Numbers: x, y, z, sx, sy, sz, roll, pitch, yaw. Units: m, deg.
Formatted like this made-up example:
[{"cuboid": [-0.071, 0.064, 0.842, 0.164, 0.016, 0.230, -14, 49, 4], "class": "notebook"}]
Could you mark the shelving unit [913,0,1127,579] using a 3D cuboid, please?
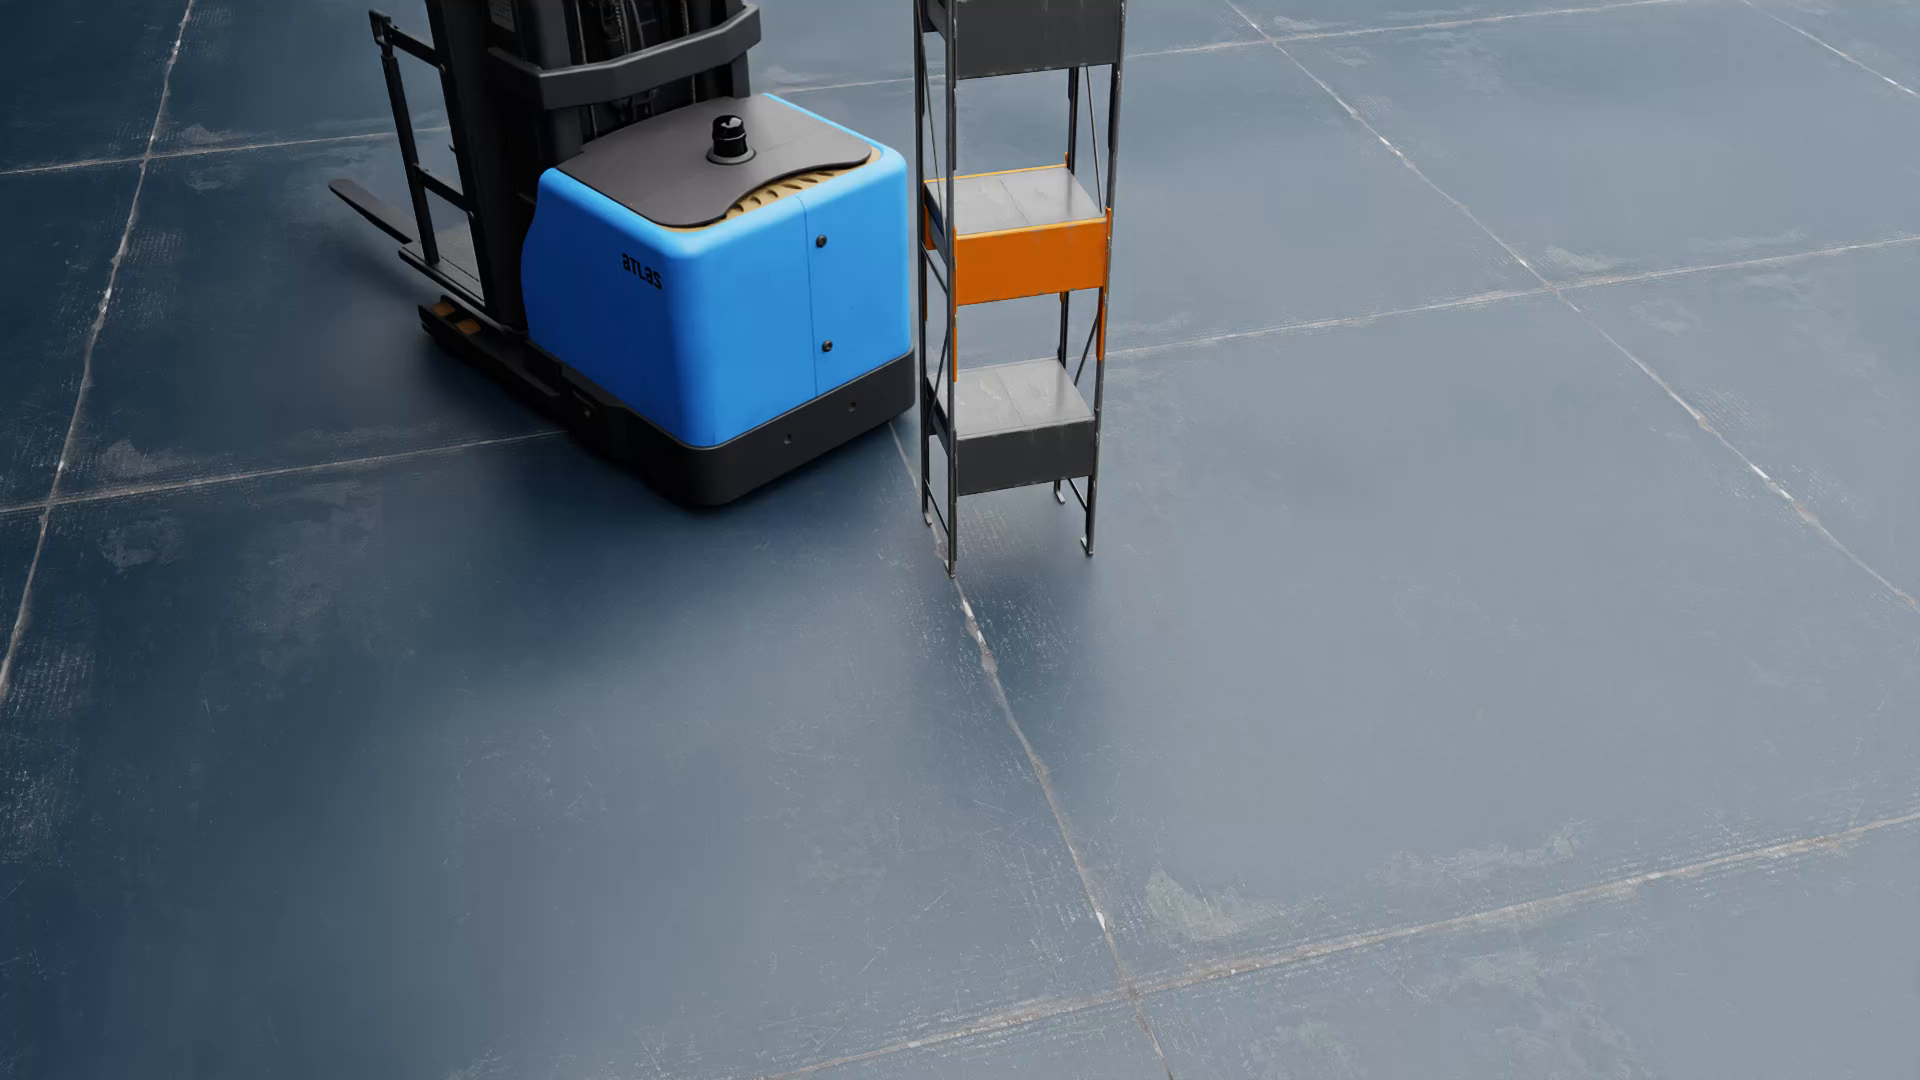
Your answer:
[{"cuboid": [0.160, -0.860, 5.146, 0.503, 2.100, 0.431, -9, 38, -12], "class": "shelving unit"}]

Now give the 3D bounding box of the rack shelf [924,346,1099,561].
[{"cuboid": [0.160, -0.293, 5.580, 0.480, 0.518, 0.431, -9, 38, -12], "class": "rack shelf"}]

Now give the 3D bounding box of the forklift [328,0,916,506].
[{"cuboid": [-1.554, -2.079, 6.055, 1.130, 2.935, 3.031, -31, 47, -34], "class": "forklift"}]

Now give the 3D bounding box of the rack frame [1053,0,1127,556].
[{"cuboid": [0.395, -0.899, 5.197, 0.015, 2.100, 0.400, -9, 38, -12], "class": "rack frame"}]

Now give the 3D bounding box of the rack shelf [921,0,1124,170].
[{"cuboid": [0.160, -1.405, 4.729, 0.480, 0.518, 0.431, -9, 38, -12], "class": "rack shelf"}]

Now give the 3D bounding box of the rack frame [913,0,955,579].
[{"cuboid": [-0.076, -0.822, 5.096, 0.015, 2.100, 0.400, -9, 38, -12], "class": "rack frame"}]

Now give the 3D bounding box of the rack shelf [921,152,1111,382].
[{"cuboid": [0.160, -0.849, 5.155, 0.480, 0.518, 0.431, -9, 38, -12], "class": "rack shelf"}]
